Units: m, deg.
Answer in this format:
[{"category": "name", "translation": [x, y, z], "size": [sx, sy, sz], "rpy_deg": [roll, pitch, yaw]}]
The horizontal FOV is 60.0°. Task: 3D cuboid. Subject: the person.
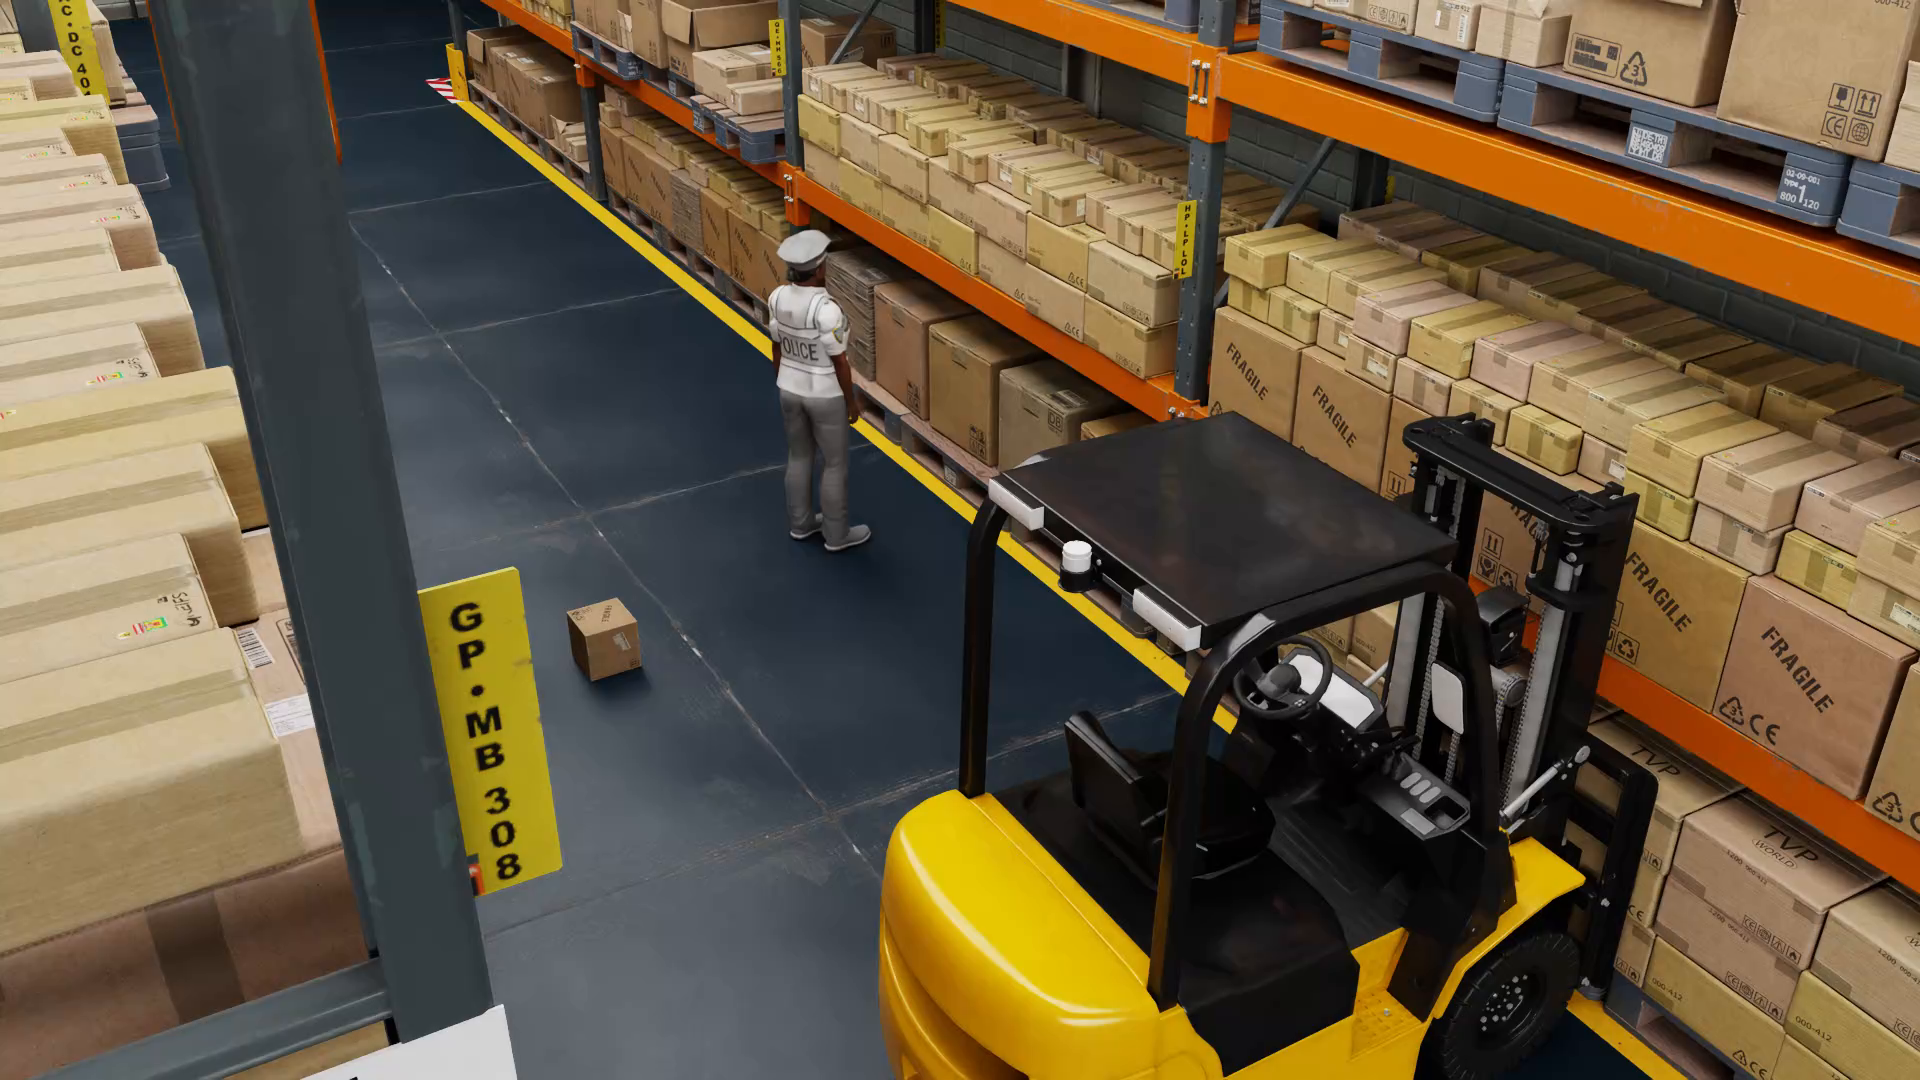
[{"category": "person", "translation": [-0.717, -0.743, 8.427], "size": [0.448, 1.694, 0.361], "rpy_deg": [20, 35, 31]}]
